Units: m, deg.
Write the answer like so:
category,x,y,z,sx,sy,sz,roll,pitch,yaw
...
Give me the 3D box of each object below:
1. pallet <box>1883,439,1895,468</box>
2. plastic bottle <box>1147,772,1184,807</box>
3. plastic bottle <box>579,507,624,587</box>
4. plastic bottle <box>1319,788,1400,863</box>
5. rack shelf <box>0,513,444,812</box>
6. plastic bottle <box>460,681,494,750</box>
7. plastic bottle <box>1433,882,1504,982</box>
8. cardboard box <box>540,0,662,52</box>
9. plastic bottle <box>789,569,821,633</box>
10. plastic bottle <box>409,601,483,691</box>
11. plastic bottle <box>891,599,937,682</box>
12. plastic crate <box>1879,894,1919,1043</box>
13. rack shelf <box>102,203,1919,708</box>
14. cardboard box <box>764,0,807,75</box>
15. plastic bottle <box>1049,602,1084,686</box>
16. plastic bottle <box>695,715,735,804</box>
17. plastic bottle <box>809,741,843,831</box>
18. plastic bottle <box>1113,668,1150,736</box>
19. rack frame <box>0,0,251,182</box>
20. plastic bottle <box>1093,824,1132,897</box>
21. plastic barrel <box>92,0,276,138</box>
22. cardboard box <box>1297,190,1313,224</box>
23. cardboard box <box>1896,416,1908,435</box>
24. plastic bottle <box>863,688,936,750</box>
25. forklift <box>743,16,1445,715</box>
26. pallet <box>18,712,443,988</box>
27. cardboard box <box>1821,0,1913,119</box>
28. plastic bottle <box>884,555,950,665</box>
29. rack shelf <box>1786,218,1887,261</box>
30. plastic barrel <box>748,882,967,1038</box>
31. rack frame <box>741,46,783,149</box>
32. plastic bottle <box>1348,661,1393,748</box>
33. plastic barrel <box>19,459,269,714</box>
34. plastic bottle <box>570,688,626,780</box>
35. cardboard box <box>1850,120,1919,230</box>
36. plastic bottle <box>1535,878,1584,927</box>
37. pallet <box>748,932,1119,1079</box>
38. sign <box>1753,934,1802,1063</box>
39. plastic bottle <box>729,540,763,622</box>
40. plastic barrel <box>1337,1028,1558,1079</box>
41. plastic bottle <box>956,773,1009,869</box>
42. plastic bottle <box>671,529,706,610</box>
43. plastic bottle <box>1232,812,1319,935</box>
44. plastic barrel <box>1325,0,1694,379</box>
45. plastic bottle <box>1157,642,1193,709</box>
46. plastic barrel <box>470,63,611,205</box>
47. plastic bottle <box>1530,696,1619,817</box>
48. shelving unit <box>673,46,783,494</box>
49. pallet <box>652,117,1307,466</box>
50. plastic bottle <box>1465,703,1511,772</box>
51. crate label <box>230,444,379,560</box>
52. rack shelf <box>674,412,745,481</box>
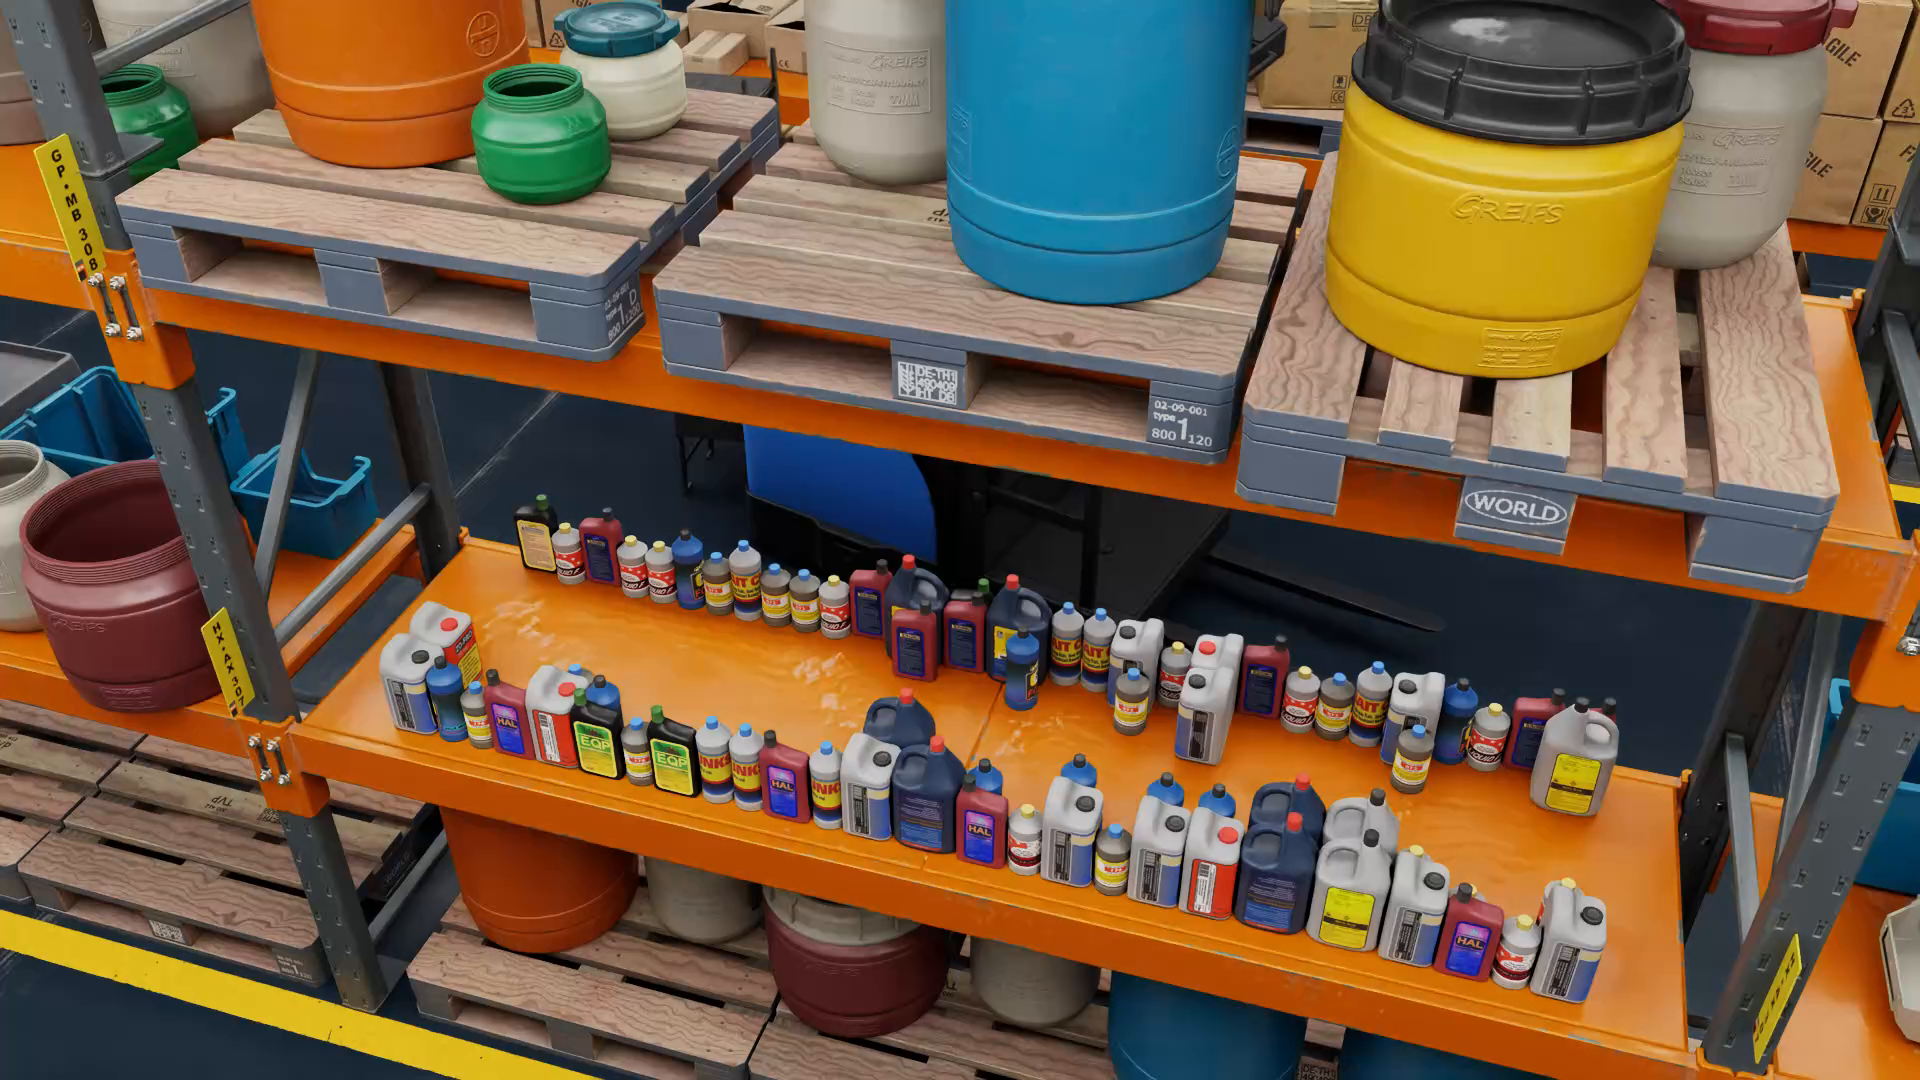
category,x,y,z,sx,sy,sz,roll,pitch,yaw
pallet,4.081,-0.754,8.597,1.213,0.211,1.003,10,38,14
plastic bottle,0.533,0.716,4.355,0.097,0.271,0.097,0,36,0
plastic bottle,-1.139,0.013,5.300,0.133,0.283,0.061,10,38,14
plastic bottle,1.013,0.763,4.224,0.185,0.351,0.144,10,38,14
rack shelf,-3.782,0.032,5.783,4.000,0.370,1.077,10,38,14
plastic bottle,-1.361,0.488,4.724,0.097,0.201,0.097,0,36,0
plastic bottle,1.238,0.948,4.030,0.133,0.283,0.061,10,38,14
cardboard box,-1.999,-3.034,9.258,0.500,0.500,0.500,9,37,11
plastic bottle,-0.477,0.180,5.142,0.097,0.201,0.097,0,36,0
plastic bottle,-1.511,0.319,4.891,0.135,0.276,0.152,10,38,14
plastic bottle,-0.135,0.289,4.926,0.133,0.283,0.061,10,38,14
plastic crate,2.347,1.048,3.968,0.243,0.136,0.396,10,38,14
rack shelf,0.036,-0.469,3.934,4.000,0.370,1.077,10,38,14
cardboard box,-0.726,-2.760,9.044,0.500,0.311,0.500,13,38,17
plastic bottle,0.316,0.299,4.922,0.097,0.271,0.097,0,36,0
plastic bottle,-0.665,0.589,4.528,0.097,0.271,0.097,0,36,0
plastic bottle,-0.351,0.647,4.449,0.097,0.271,0.097,0,36,0
plastic bottle,0.492,0.454,4.770,0.097,0.201,0.097,0,36,0
rack frame,-1.873,-2.321,3.312,0.127,3.000,1.000,10,38,14
plastic bottle,0.395,0.813,4.282,0.097,0.201,0.097,0,36,0
plastic barrel,-2.078,-1.386,4.478,0.421,0.512,0.421,0,36,0
cardboard box,2.082,-1.872,8.868,0.500,0.250,0.500,11,38,14
cardboard box,4.591,-0.692,8.178,0.250,0.166,0.380,10,38,14
plastic bottle,-0.164,0.540,4.527,0.185,0.351,0.144,10,38,14
forklift,0.550,-0.952,6.570,3.031,2.935,1.130,20,41,25
pallet,-2.601,1.060,6.132,1.213,0.211,1.003,10,38,14
cardboard box,3.792,-2.200,7.281,0.500,0.500,0.500,11,38,15
plastic bottle,-0.129,0.199,4.991,0.185,0.351,0.144,10,38,14
rack shelf,5.335,-1.356,7.669,4.000,0.370,1.077,10,38,14
plastic barrel,-0.323,1.174,5.305,0.708,0.588,0.600,10,38,14
rack frame,-0.824,-1.126,7.500,0.015,2.100,0.400,7,37,11
plastic bottle,1.165,0.456,4.708,0.097,0.271,0.097,0,36,0
plastic barrel,-2.406,0.130,4.928,0.708,0.536,0.600,10,38,14
plastic bottle,-1.000,0.533,4.594,0.133,0.283,0.061,10,38,14
cardboard box,4.321,-1.707,7.454,0.500,0.500,0.500,11,38,15
plastic bottle,1.492,0.922,4.135,0.097,0.201,0.097,0,36,0
pallet,0.053,1.551,5.465,1.213,0.211,1.003,10,38,14
sign,1.779,1.002,3.625,0.005,0.325,0.100,10,38,14
plastic bottle,-0.663,0.118,5.168,0.097,0.271,0.097,0,36,0
plastic barrel,1.431,1.373,4.770,0.708,0.901,0.600,10,38,14
plastic bottle,0.058,0.729,4.327,0.133,0.283,0.061,10,38,14
plastic bottle,-0.849,0.083,5.215,0.097,0.271,0.097,0,36,0
plastic bottle,0.794,0.812,4.157,0.185,0.351,0.144,10,38,14
plastic barrel,1.013,-0.697,3.123,0.600,0.588,0.600,0,36,0
plastic bottle,0.631,0.385,4.863,0.097,0.201,0.097,0,36,0
plastic barrel,-0.930,-0.902,3.691,0.294,0.245,0.294,0,36,0
plastic bottle,1.667,0.570,4.487,0.185,0.351,0.144,10,38,14
shelving unit,-1.061,-1.157,7.546,0.503,2.100,0.431,7,37,11
pallet,0.084,-0.612,3.679,1.213,0.211,1.003,10,38,14
plastic bottle,1.479,0.543,4.650,0.097,0.201,0.097,0,36,0
crate label,-2.163,-0.124,5.529,0.416,0.233,0.303,10,38,14
rack shelf,-1.055,-0.581,7.968,0.480,0.518,0.431,7,37,11
